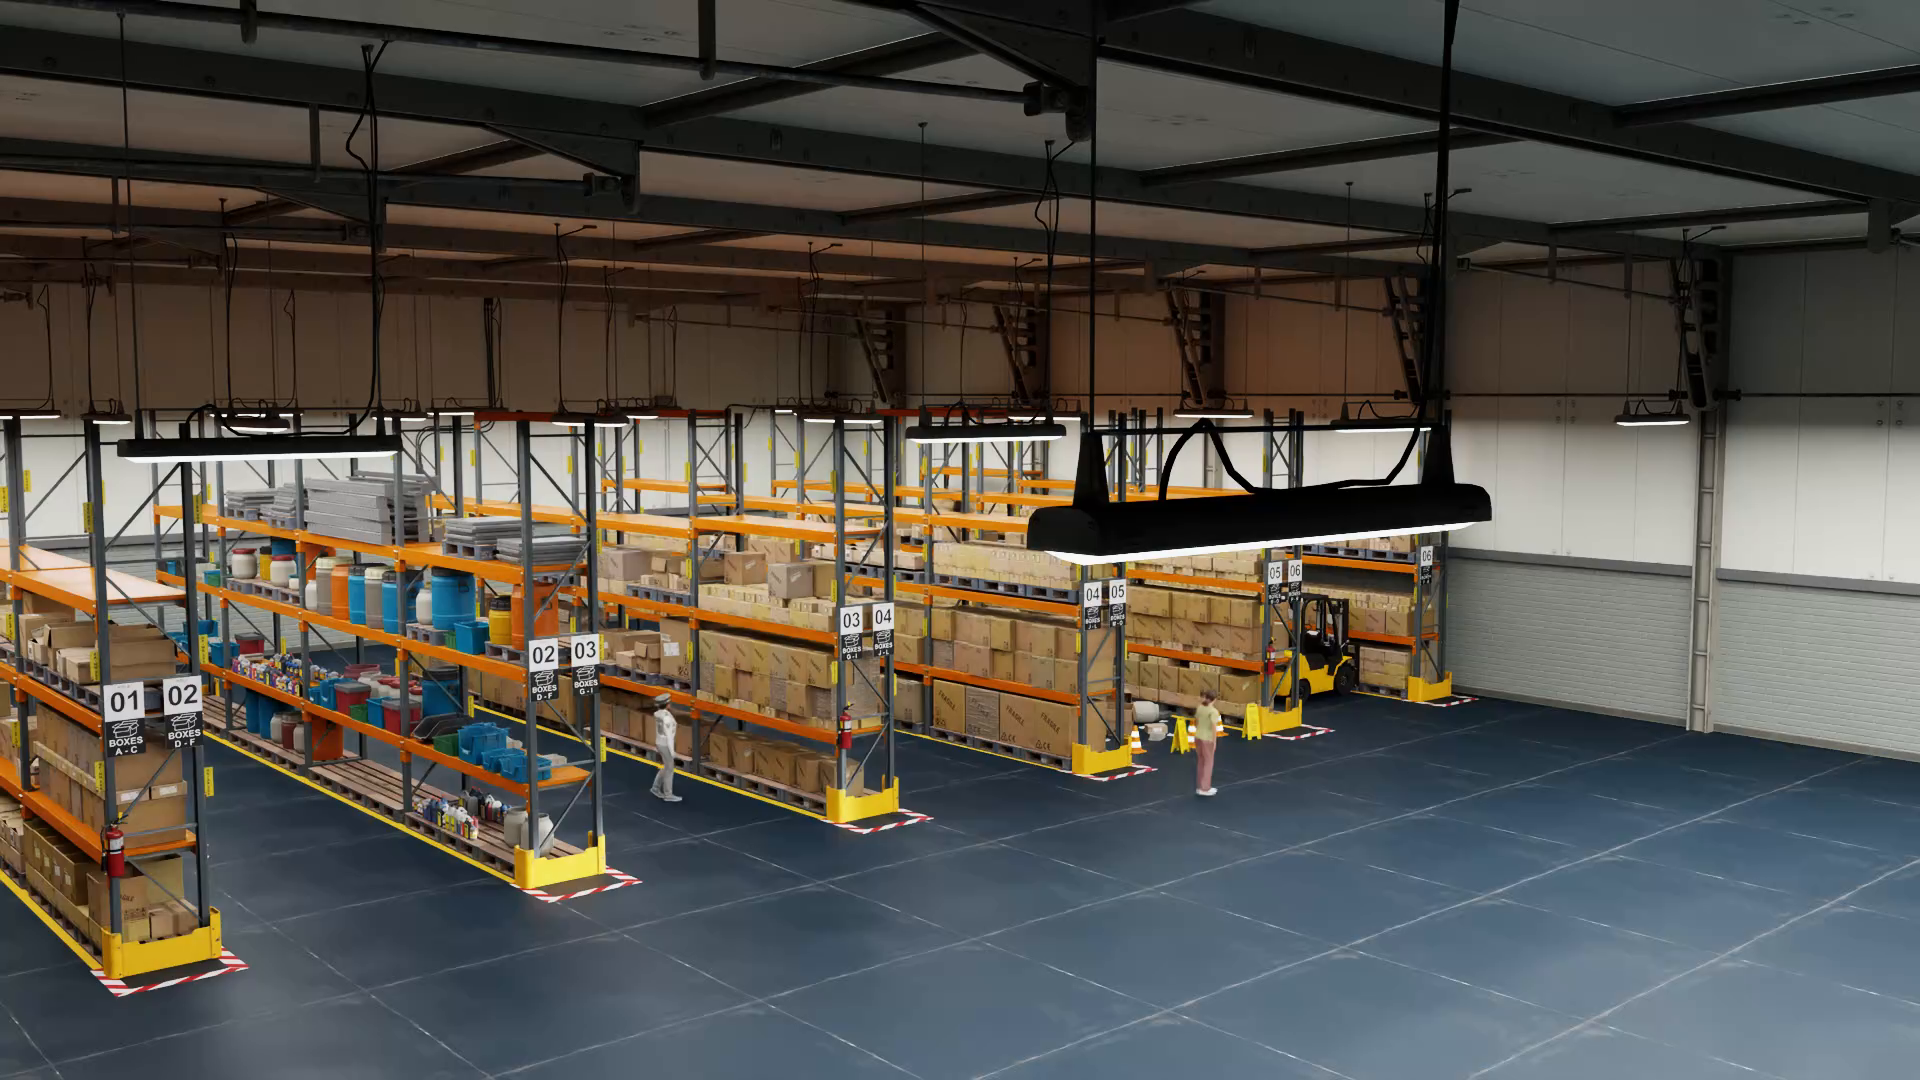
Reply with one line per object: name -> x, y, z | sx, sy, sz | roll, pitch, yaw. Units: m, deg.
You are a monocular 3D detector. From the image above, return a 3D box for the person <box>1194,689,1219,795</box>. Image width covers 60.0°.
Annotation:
person -> 3.909, 3.193, 26.286 | 0.345, 1.687, 0.475 | -3, 6, -34

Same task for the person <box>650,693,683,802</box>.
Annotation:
person -> -4.583, 3.226, 25.917 | 0.460, 1.700, 0.540 | -2, 5, -19
